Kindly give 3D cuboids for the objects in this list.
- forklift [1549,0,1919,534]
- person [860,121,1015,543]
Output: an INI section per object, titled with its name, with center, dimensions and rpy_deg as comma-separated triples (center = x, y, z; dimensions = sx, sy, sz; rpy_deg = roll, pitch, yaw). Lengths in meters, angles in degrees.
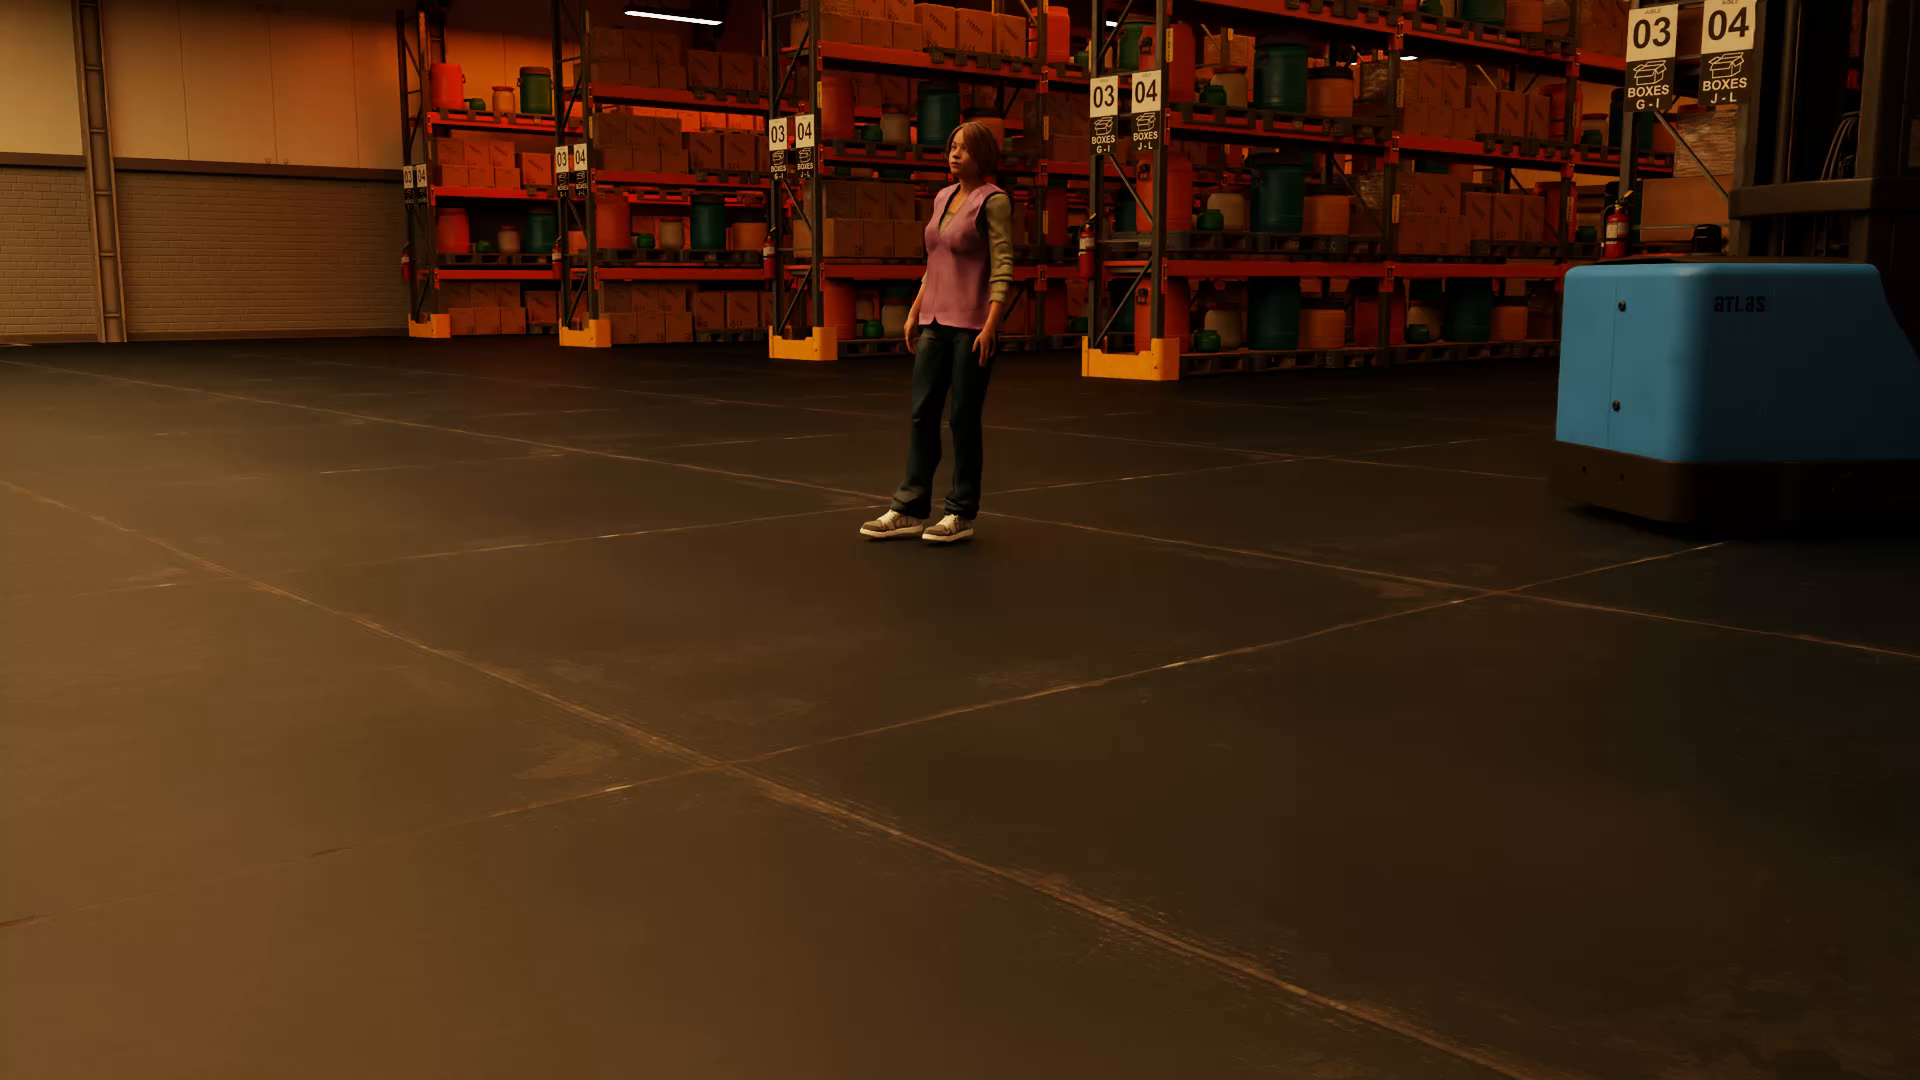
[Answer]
[forklift]
center = 4.182, -1.549, 6.966
dimensions = 3.031, 2.935, 1.130
rpy_deg = -1, 9, -8
[person]
center = -0.066, -0.791, 6.378
dimensions = 0.473, 1.599, 0.520
rpy_deg = -8, 12, -40
